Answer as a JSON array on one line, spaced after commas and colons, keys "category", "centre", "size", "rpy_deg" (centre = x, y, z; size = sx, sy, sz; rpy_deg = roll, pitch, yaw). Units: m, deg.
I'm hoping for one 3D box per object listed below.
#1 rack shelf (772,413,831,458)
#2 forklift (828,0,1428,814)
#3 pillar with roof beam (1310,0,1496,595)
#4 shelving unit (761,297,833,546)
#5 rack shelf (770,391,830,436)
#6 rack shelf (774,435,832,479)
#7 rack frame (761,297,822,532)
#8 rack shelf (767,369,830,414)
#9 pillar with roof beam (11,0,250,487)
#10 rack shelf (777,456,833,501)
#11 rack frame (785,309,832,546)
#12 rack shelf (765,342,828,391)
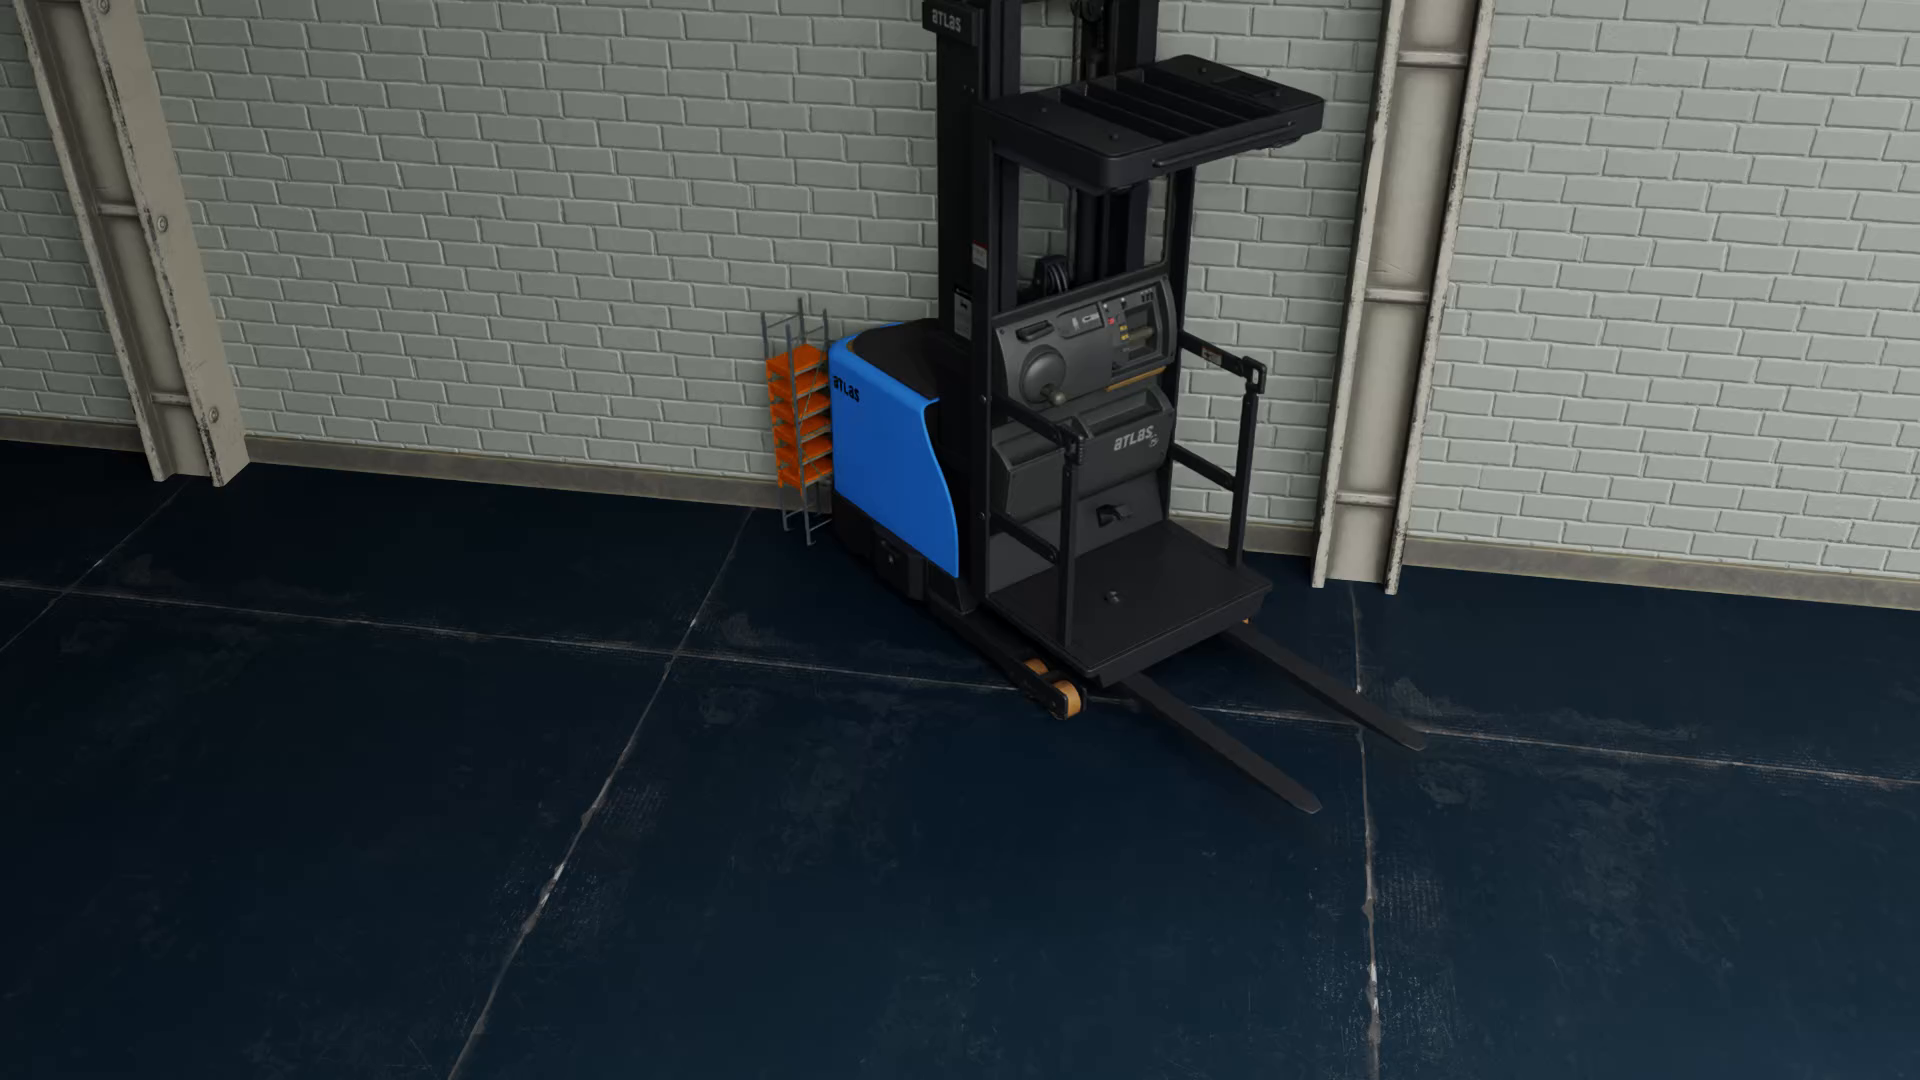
[{"category": "rack shelf", "centre": [-0.746, -0.516, 8.017], "size": [0.258, 0.103, 0.180], "rpy_deg": [-29, 42, -34]}, {"category": "forklift", "centre": [0.662, -0.779, 6.733], "size": [1.130, 2.935, 3.031], "rpy_deg": [-22, 38, -31]}, {"category": "pillar with roof beam", "centre": [1.164, -1.403, 2.010], "size": [0.400, 9.000, 9.100], "rpy_deg": [5, 32, 8]}, {"category": "shelving unit", "centre": [-0.748, -0.553, 7.993], "size": [0.258, 1.200, 0.189], "rpy_deg": [-29, 42, -34]}, {"category": "rack shelf", "centre": [-0.750, -0.616, 7.951], "size": [0.258, 0.103, 0.180], "rpy_deg": [-29, 42, -34]}, {"category": "rack shelf", "centre": [-0.742, -0.416, 8.083], "size": [0.258, 0.103, 0.180], "rpy_deg": [-29, 42, -34]}, {"category": "rack frame", "centre": [-0.811, -0.588, 8.049], "size": [0.240, 1.200, 0.006], "rpy_deg": [-29, 42, -34]}, {"category": "rack shelf", "centre": [-0.754, -0.717, 7.885], "size": [0.258, 0.103, 0.180], "rpy_deg": [-29, 42, -34]}, {"category": "pillar with roof beam", "centre": [-4.750, -1.939, 2.866], "size": [0.400, 9.000, 9.100], "rpy_deg": [5, 32, 8]}, {"category": "rack shelf", "centre": [-0.738, -0.316, 8.149], "size": [0.258, 0.103, 0.180], "rpy_deg": [-29, 42, -34]}, {"category": "rack frame", "centre": [-0.684, -0.519, 7.936], "size": [0.240, 1.200, 0.006], "rpy_deg": [-29, 42, -34]}, {"category": "rack shelf", "centre": [-0.758, -0.817, 7.819], "size": [0.258, 0.103, 0.180], "rpy_deg": [-29, 42, -34]}]
